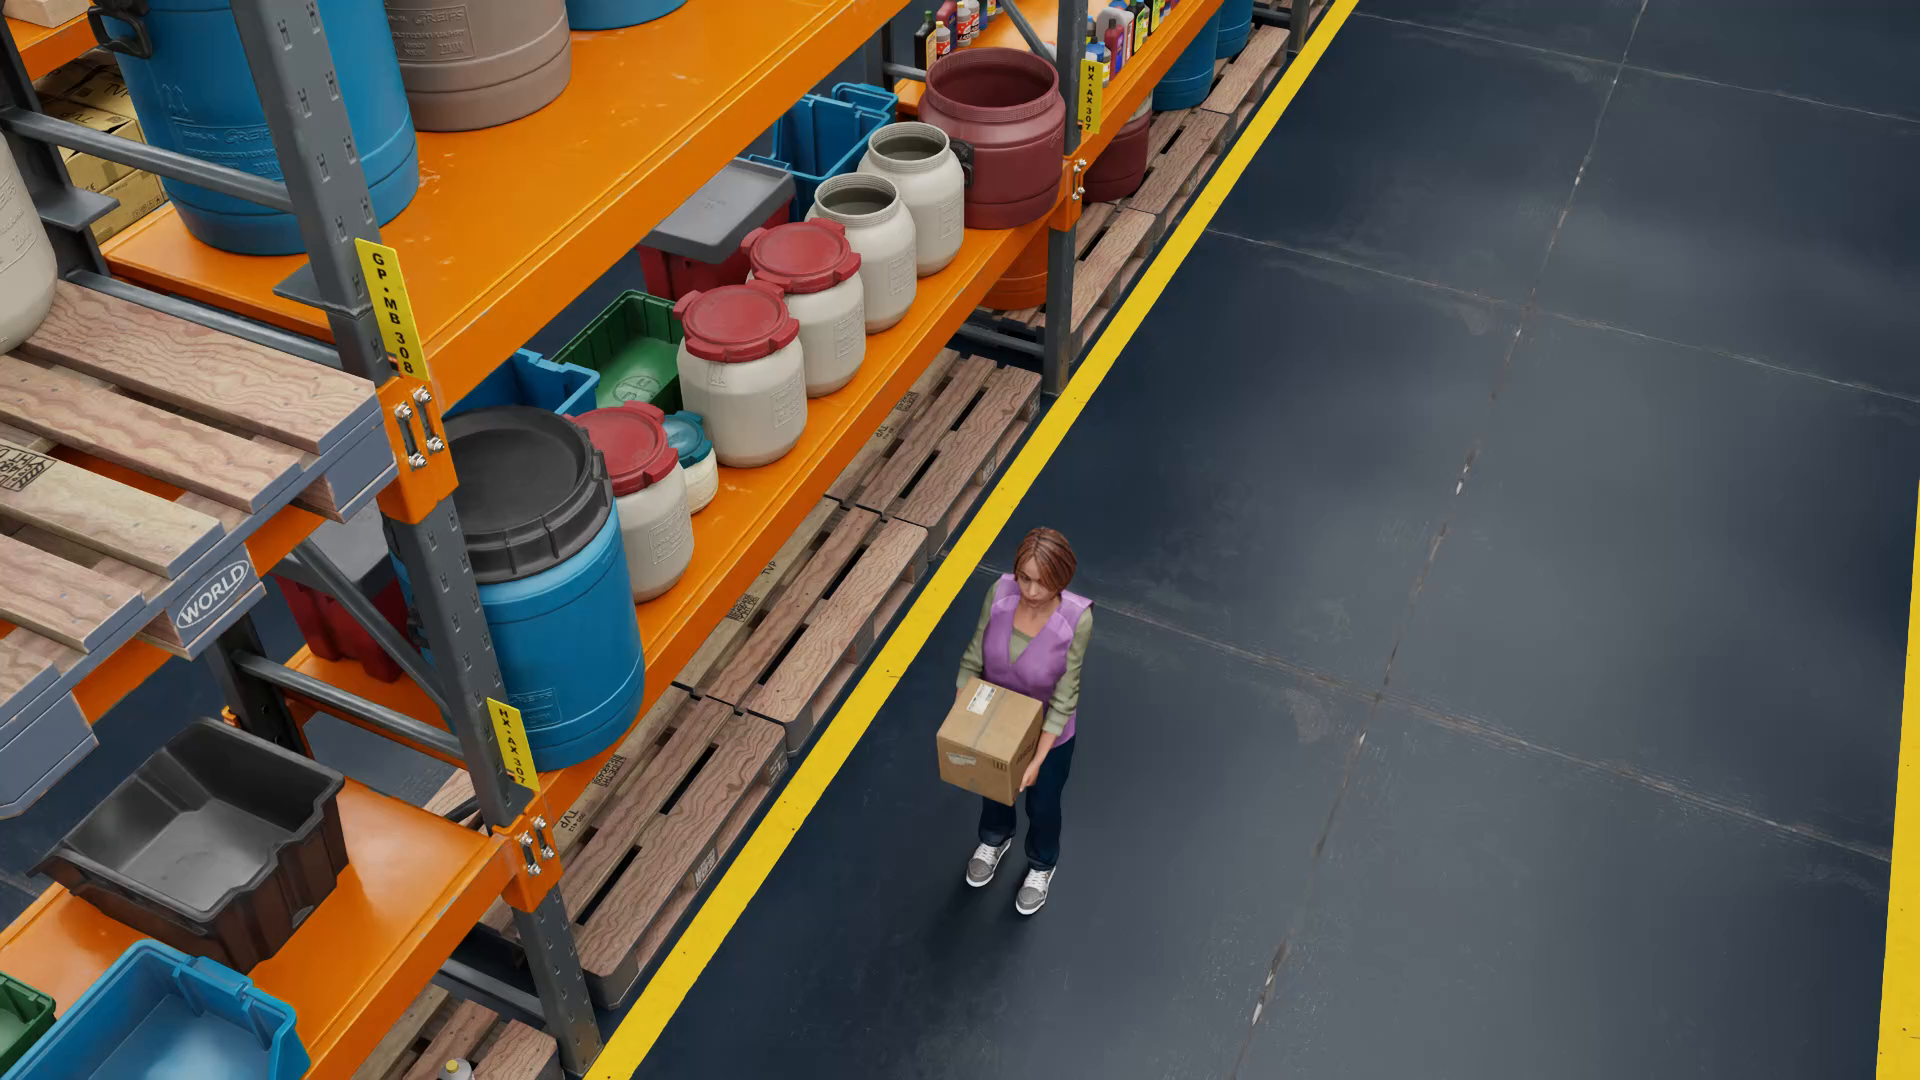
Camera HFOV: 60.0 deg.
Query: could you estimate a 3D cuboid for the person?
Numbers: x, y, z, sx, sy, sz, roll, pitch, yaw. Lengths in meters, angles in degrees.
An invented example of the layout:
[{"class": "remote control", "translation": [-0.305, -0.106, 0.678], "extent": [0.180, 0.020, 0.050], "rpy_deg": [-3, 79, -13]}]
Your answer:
[{"class": "person", "translation": [0.180, 0.652, 5.463], "extent": [0.404, 1.591, 0.490], "rpy_deg": [18, 46, 19]}]
